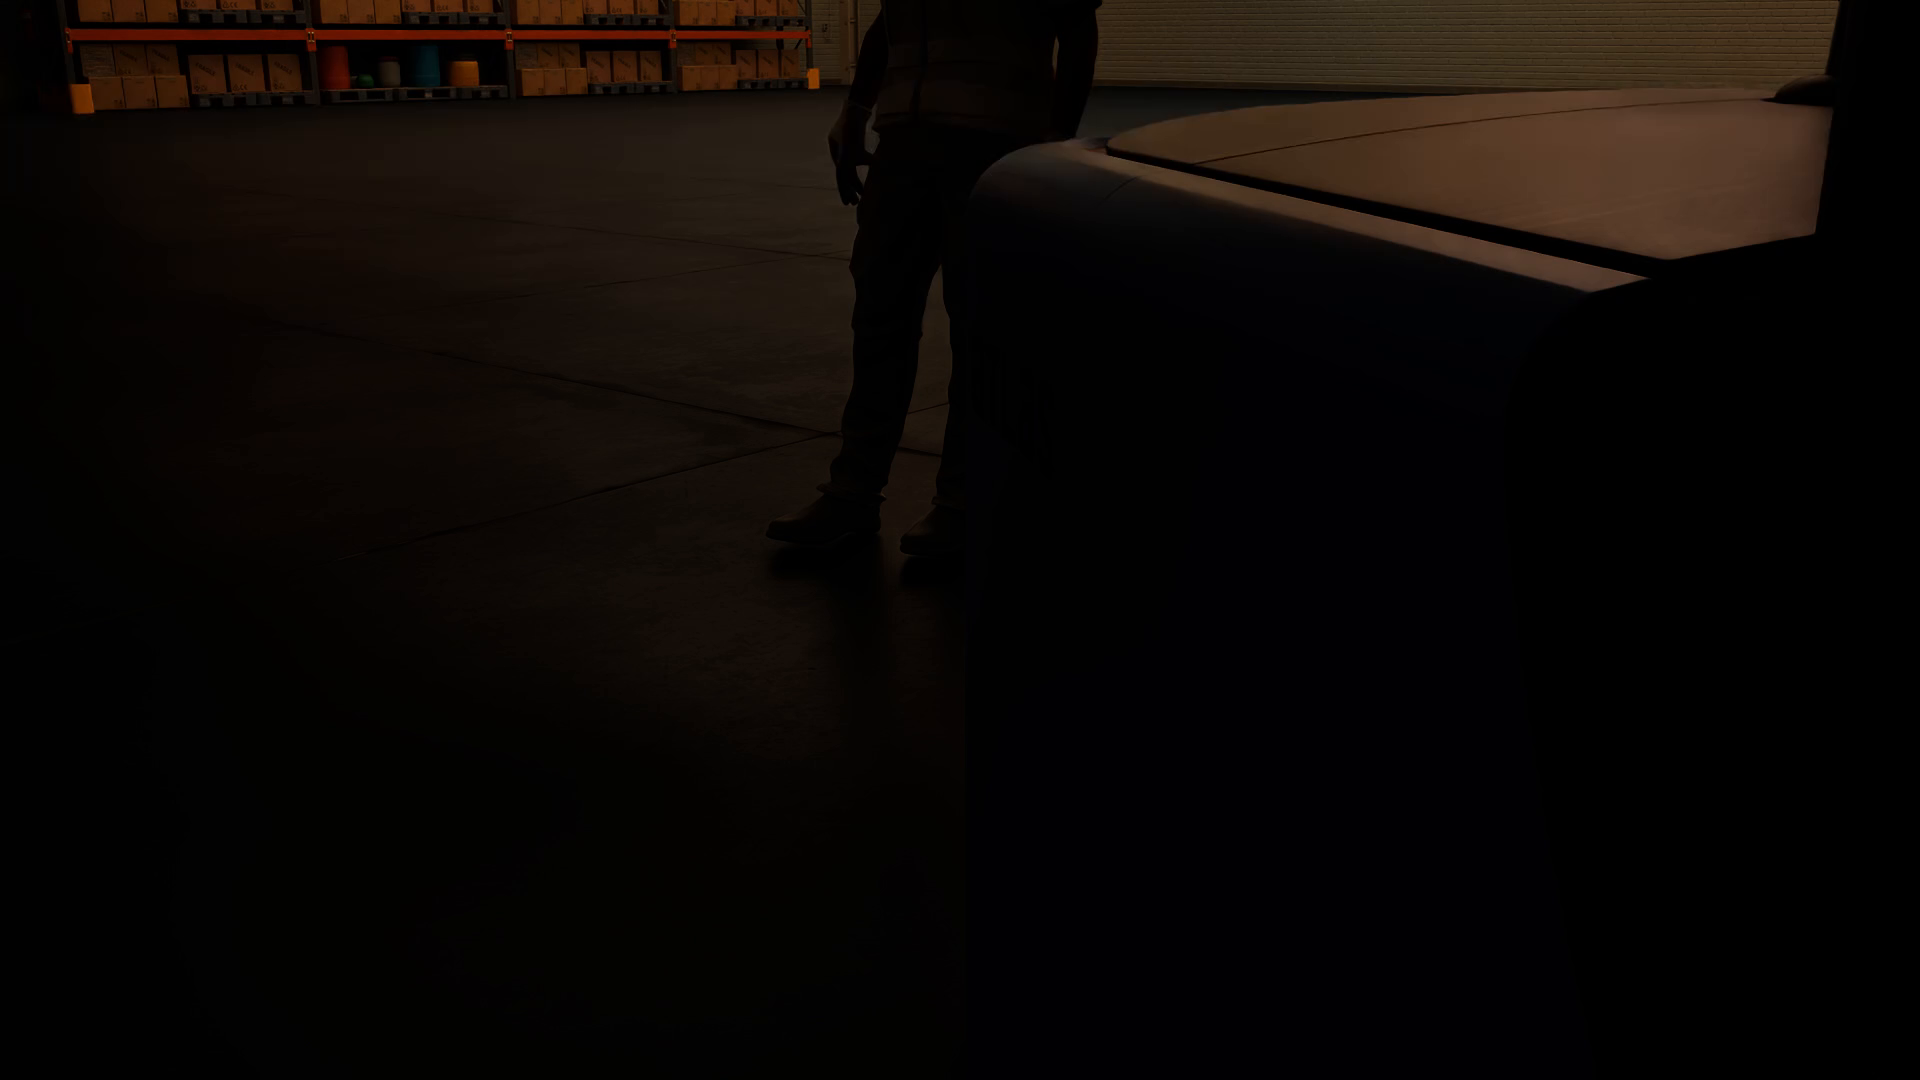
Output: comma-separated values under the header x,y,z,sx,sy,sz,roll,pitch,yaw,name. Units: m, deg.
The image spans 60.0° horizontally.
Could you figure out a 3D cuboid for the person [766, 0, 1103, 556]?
x,y,z,sx,sy,sz,roll,pitch,yaw,name
-0.052,-0.845,3.632,0.656,1.784,0.575,13,21,37,person
